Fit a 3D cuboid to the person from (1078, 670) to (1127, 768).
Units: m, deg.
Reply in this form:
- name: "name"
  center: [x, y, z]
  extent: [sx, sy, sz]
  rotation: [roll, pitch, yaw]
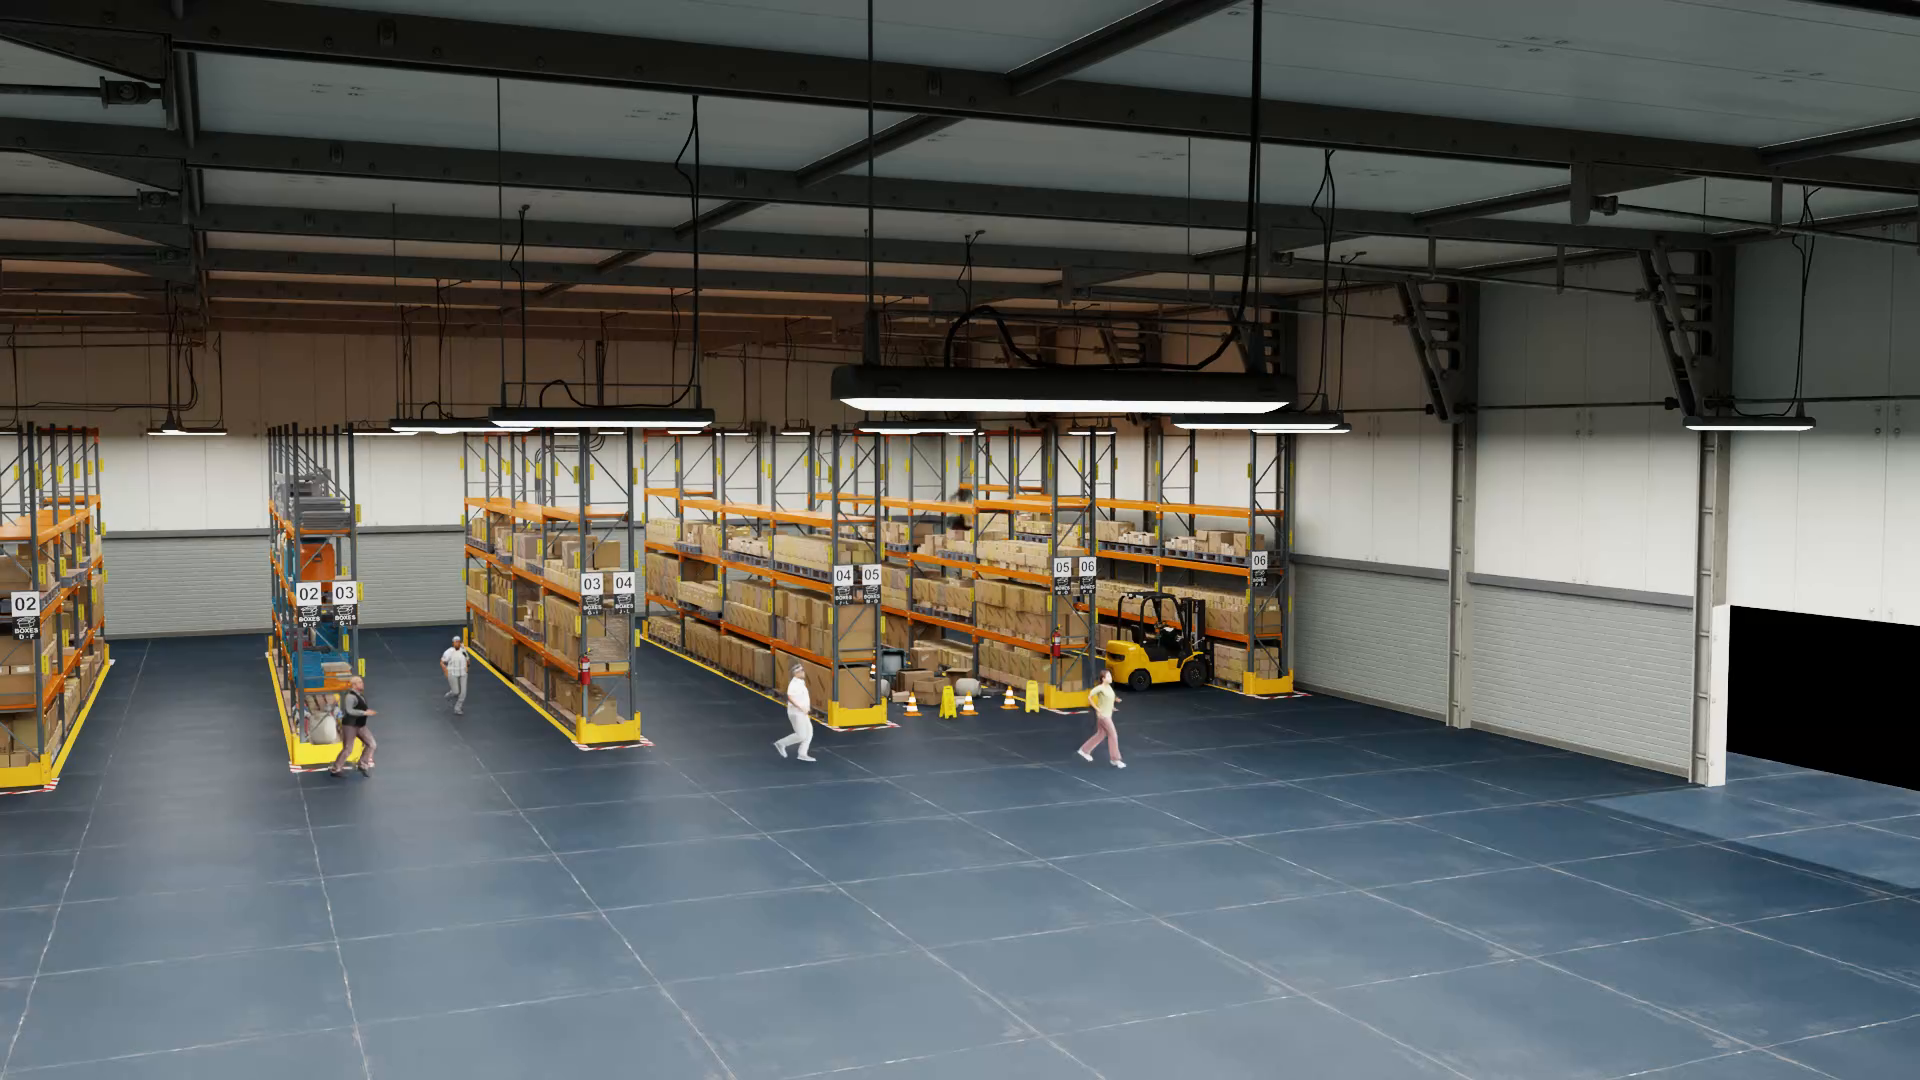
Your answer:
- name: "person"
  center: [2.521, 3.107, 29.079]
  extent: [0.858, 1.693, 0.558]
  rotation: [1, 4, 20]

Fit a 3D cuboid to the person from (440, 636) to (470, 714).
- name: "person"
  center: [-10.436, 2.814, 34.518]
  extent: [0.607, 1.602, 0.551]
  rotation: [-3, 4, -39]

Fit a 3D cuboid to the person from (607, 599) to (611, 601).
- name: "person"
  center: [-10.187, 2.076, 47.386]
  extent: [0.582, 1.561, 0.739]
  rotation: [1, 4, 11]

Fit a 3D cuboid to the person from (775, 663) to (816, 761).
- name: "person"
  center: [-2.921, 3.057, 29.498]
  extent: [0.707, 1.758, 0.669]
  rotation: [0, 3, 5]

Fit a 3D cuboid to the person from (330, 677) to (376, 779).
- name: "person"
  center: [-10.161, 3.167, 27.978]
  extent: [0.789, 1.744, 0.652]
  rotation: [0, 3, 4]
